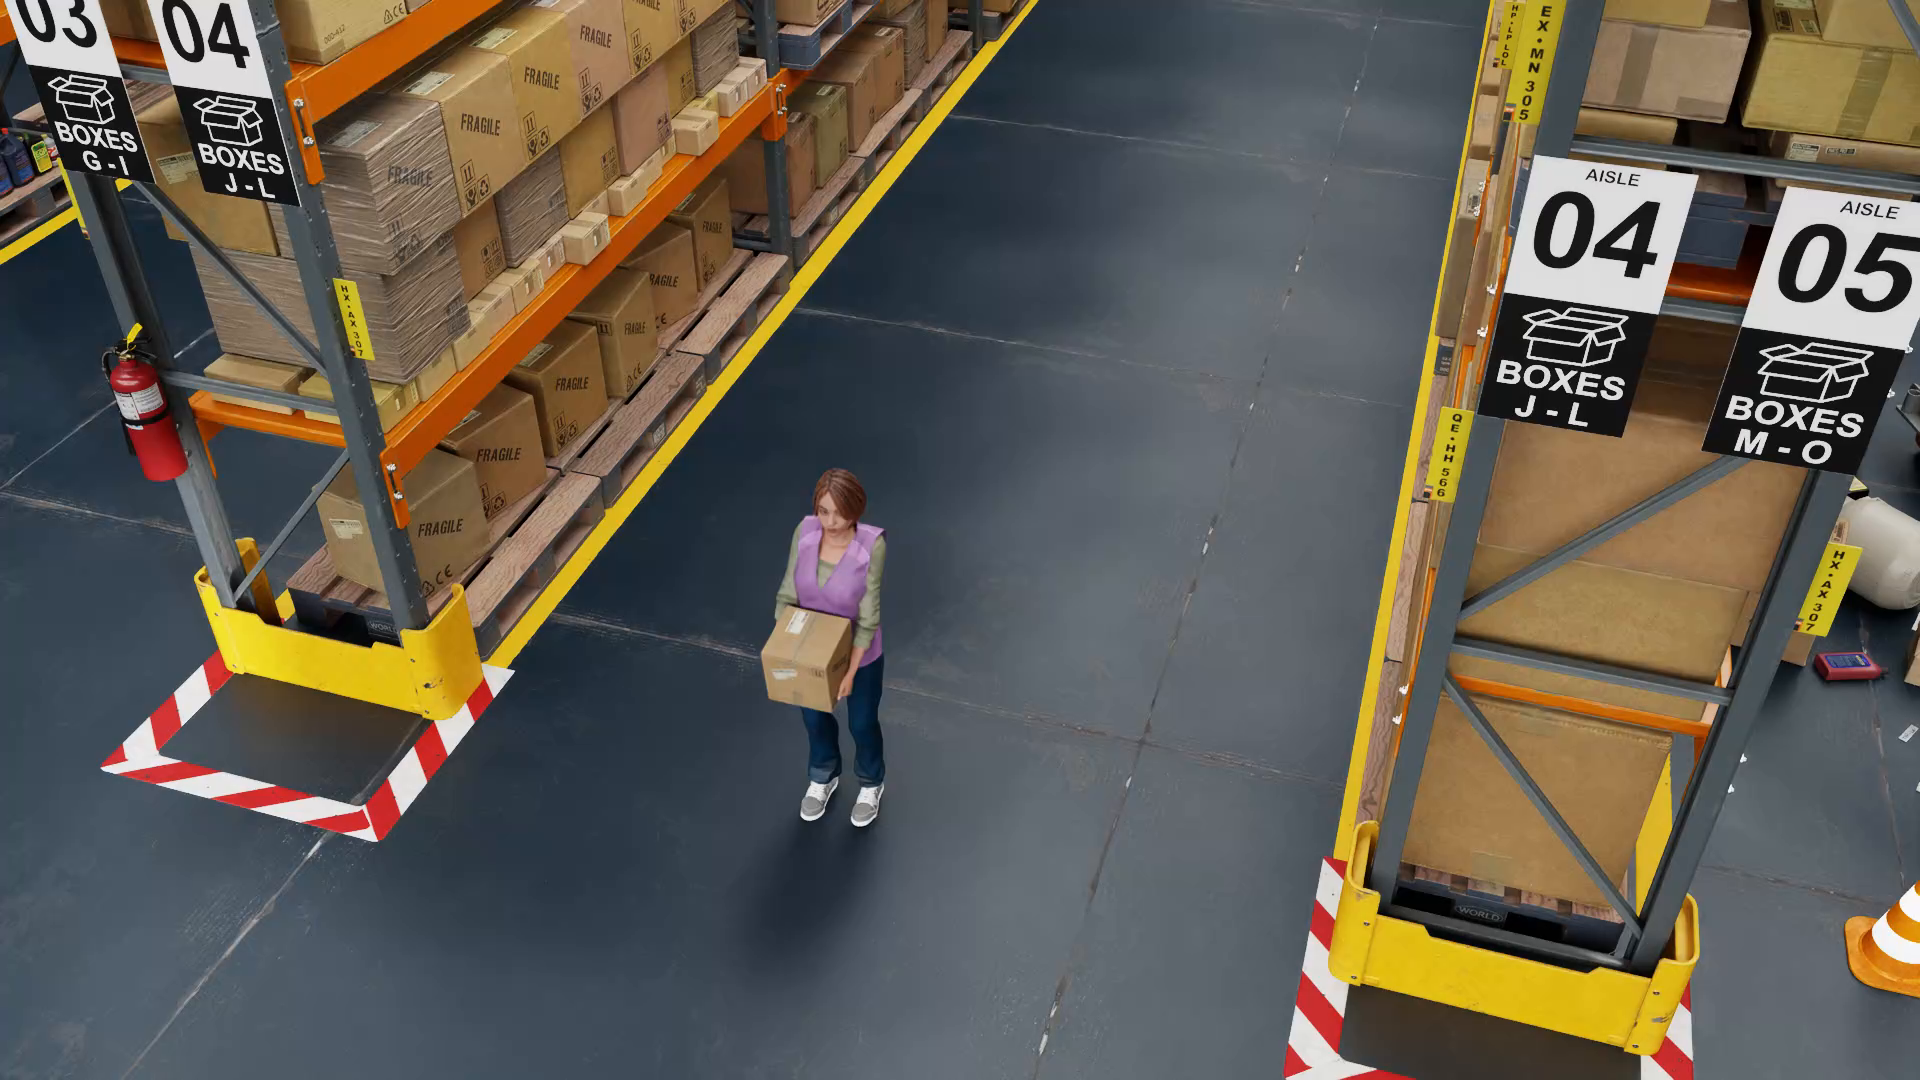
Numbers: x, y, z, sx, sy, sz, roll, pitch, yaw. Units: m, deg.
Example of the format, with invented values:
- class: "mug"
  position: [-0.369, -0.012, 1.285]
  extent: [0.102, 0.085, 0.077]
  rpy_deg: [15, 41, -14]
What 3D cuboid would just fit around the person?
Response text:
- class: "person"
  position: [-0.469, 0.520, 6.413]
  extent: [0.351, 1.367, 0.362]
  rpy_deg: [11, 39, 14]
